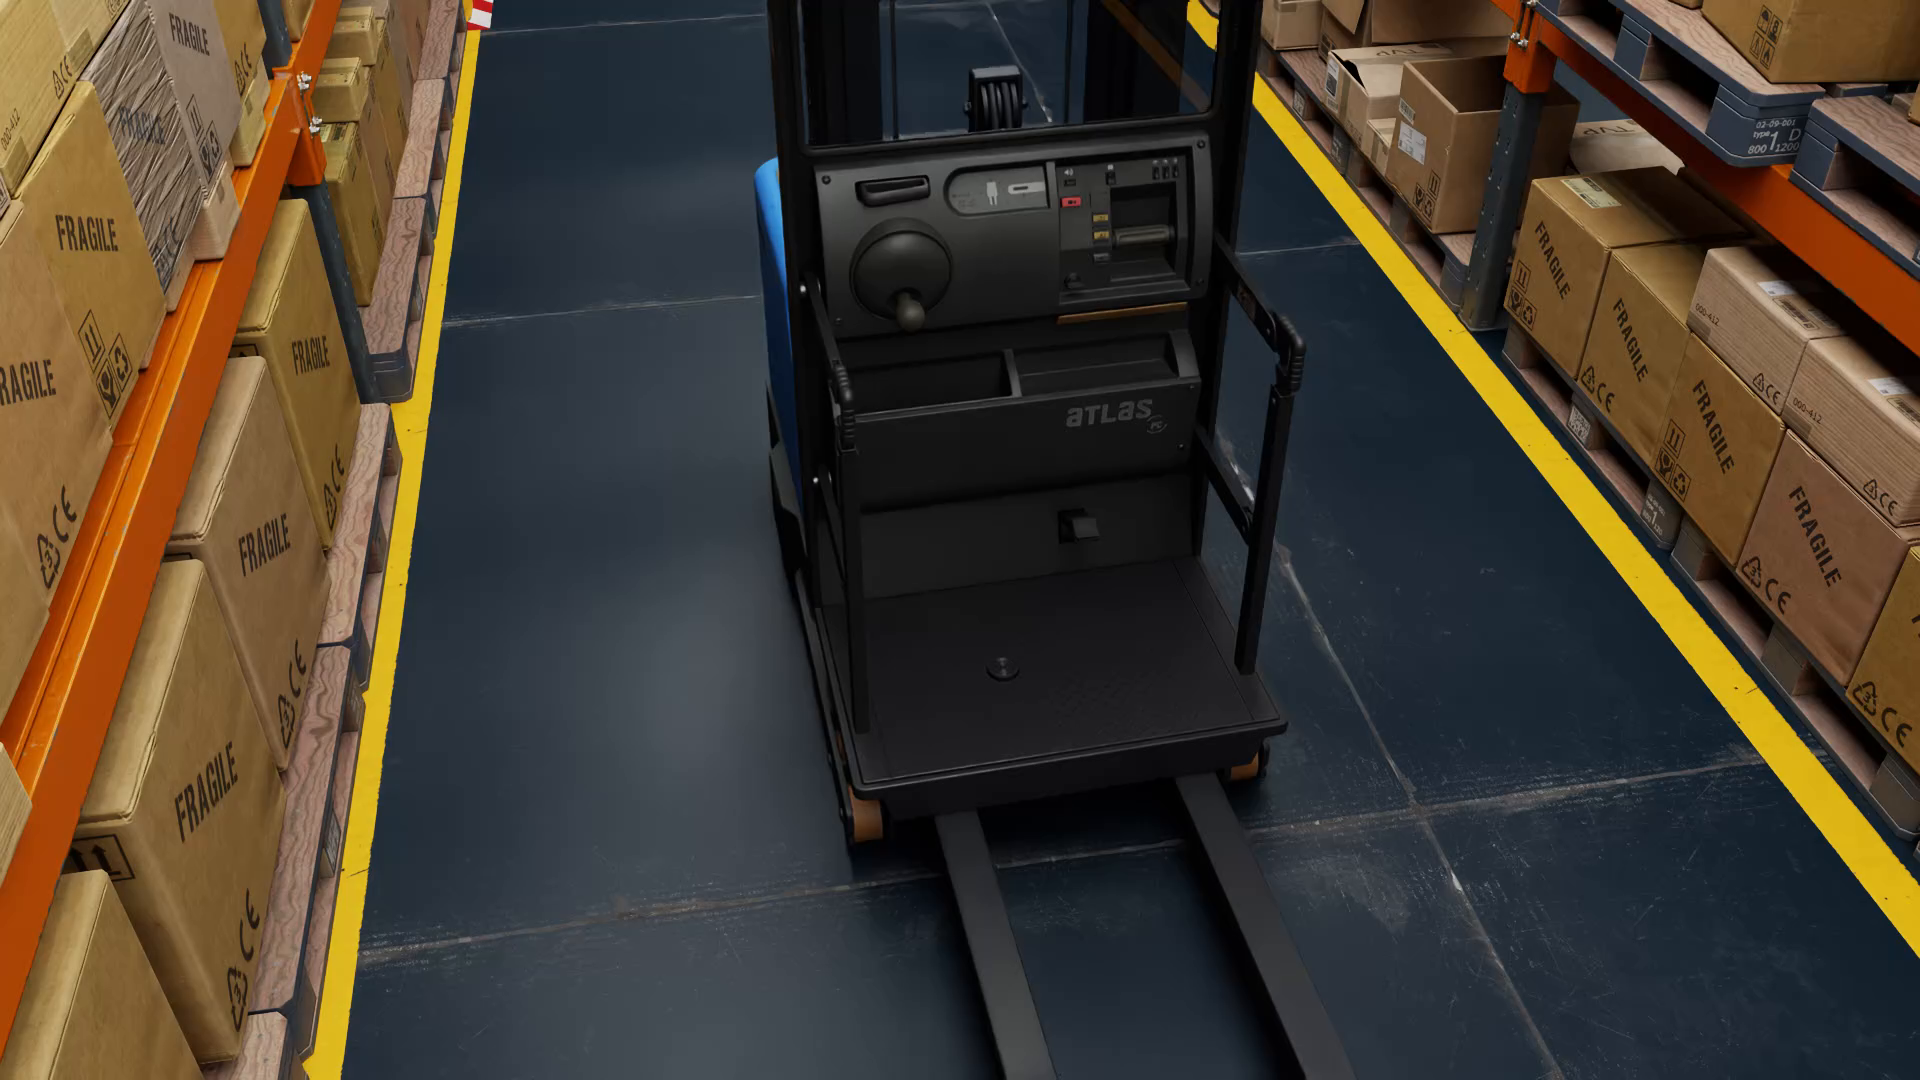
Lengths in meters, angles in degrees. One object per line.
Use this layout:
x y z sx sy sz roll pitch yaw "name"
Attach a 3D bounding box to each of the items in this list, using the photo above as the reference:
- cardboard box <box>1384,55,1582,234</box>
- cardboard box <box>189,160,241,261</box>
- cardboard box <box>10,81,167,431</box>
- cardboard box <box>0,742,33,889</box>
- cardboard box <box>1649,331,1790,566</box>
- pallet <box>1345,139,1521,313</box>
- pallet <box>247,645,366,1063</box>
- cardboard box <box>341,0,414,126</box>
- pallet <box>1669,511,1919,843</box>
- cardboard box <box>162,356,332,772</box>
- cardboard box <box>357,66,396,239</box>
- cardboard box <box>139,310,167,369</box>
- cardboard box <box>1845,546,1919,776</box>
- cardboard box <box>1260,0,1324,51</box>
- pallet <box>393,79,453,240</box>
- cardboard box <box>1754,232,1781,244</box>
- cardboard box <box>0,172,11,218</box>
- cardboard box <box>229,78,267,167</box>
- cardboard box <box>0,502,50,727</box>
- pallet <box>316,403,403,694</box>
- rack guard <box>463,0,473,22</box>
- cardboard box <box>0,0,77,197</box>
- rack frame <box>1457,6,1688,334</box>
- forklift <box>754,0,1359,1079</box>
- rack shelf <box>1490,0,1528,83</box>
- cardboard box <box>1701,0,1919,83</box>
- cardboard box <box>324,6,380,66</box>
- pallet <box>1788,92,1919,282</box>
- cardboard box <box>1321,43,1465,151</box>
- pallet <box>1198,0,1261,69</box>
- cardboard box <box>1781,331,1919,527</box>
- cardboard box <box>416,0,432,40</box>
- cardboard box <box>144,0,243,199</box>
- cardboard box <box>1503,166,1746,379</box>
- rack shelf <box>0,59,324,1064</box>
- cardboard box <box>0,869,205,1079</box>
2.019 -1.549 6.478 0.500 0.500 0.500 -6 38 -8 "cardboard box"
-1.967 -0.784 4.003 0.380 0.149 0.250 -6 38 -8 "cardboard box"
-1.877 -0.514 3.127 0.500 0.500 0.500 -5 38 -7 "cardboard box"
-1.605 0.447 2.418 0.380 0.149 0.250 -5 38 -7 "cardboard box"
2.428 -0.293 4.862 0.500 0.500 0.500 -6 38 -7 "cardboard box"
2.279 -1.362 6.832 1.003 0.211 1.213 -6 38 -8 "pallet"
-2.051 0.784 4.069 1.003 0.211 1.213 -6 38 -8 "pallet"
-2.781 -2.091 7.191 0.700 0.500 0.500 -7 38 -9 "cardboard box"
2.796 0.278 4.720 1.003 0.211 1.213 -6 38 -8 "pallet"
-2.077 0.084 4.106 0.750 0.750 0.750 -5 38 -7 "cardboard box"
-2.593 -1.459 6.378 0.700 0.500 0.500 -7 38 -8 "cardboard box"
-1.960 -0.477 3.607 0.380 0.149 0.250 -7 38 -9 "cardboard box"
2.614 0.328 4.061 0.500 0.500 0.500 -8 38 -10 "cardboard box"
1.689 -2.590 8.021 0.500 0.250 0.500 -6 38 -8 "cardboard box"
-2.751 -1.619 7.162 1.003 0.211 1.213 -6 38 -8 "pallet"
2.846 -0.669 5.345 0.500 0.500 0.500 -6 38 -8 "cardboard box"
-1.789 -0.487 2.480 0.500 0.250 0.500 -6 38 -8 "cardboard box"
-2.072 -1.099 4.408 0.380 0.149 0.250 -6 38 -7 "cardboard box"
-1.692 0.099 2.337 0.500 0.500 0.500 -5 38 -6 "cardboard box"
-2.268 0.045 5.020 1.003 0.211 1.213 -6 38 -8 "pallet"
-3.183 -2.957 8.649 1.175 0.500 0.348 -6 38 -8 "rack guard"
-1.884 -0.795 2.876 0.500 0.250 0.500 -7 38 -9 "cardboard box"
2.399 -2.049 5.442 1.000 3.000 0.127 -6 38 -8 "rack frame"
0.183 -0.640 3.685 1.130 2.935 3.031 -8 38 -10 "forklift"
2.048 -2.973 7.218 1.077 0.370 4.000 -6 38 -8 "rack shelf"
2.444 -1.535 4.358 0.700 0.500 0.500 -1 38 -1 "cardboard box"
-2.480 -1.953 6.485 0.380 0.149 0.250 -7 38 -9 "cardboard box"
2.754 -0.731 3.903 1.003 0.211 1.213 -6 38 -8 "pallet"
1.888 -1.927 7.119 0.500 0.311 0.500 -6 38 -8 "cardboard box"
1.851 -2.836 8.729 1.003 0.211 1.213 -6 38 -8 "pallet"
2.507 -0.306 4.267 0.500 0.250 0.500 -7 38 -9 "cardboard box"
-2.958 -2.696 7.971 0.700 0.500 0.500 -6 38 -8 "cardboard box"
-2.049 -1.120 3.906 0.500 0.500 0.500 -6 38 -8 "cardboard box"
2.243 -0.917 5.664 0.500 0.500 0.500 -8 39 -10 "cardboard box"
-2.127 -0.022 3.419 1.077 0.370 4.000 -6 38 -8 "rack shelf"
-1.776 1.127 2.764 0.750 0.750 0.750 -7 38 -9 "cardboard box"
